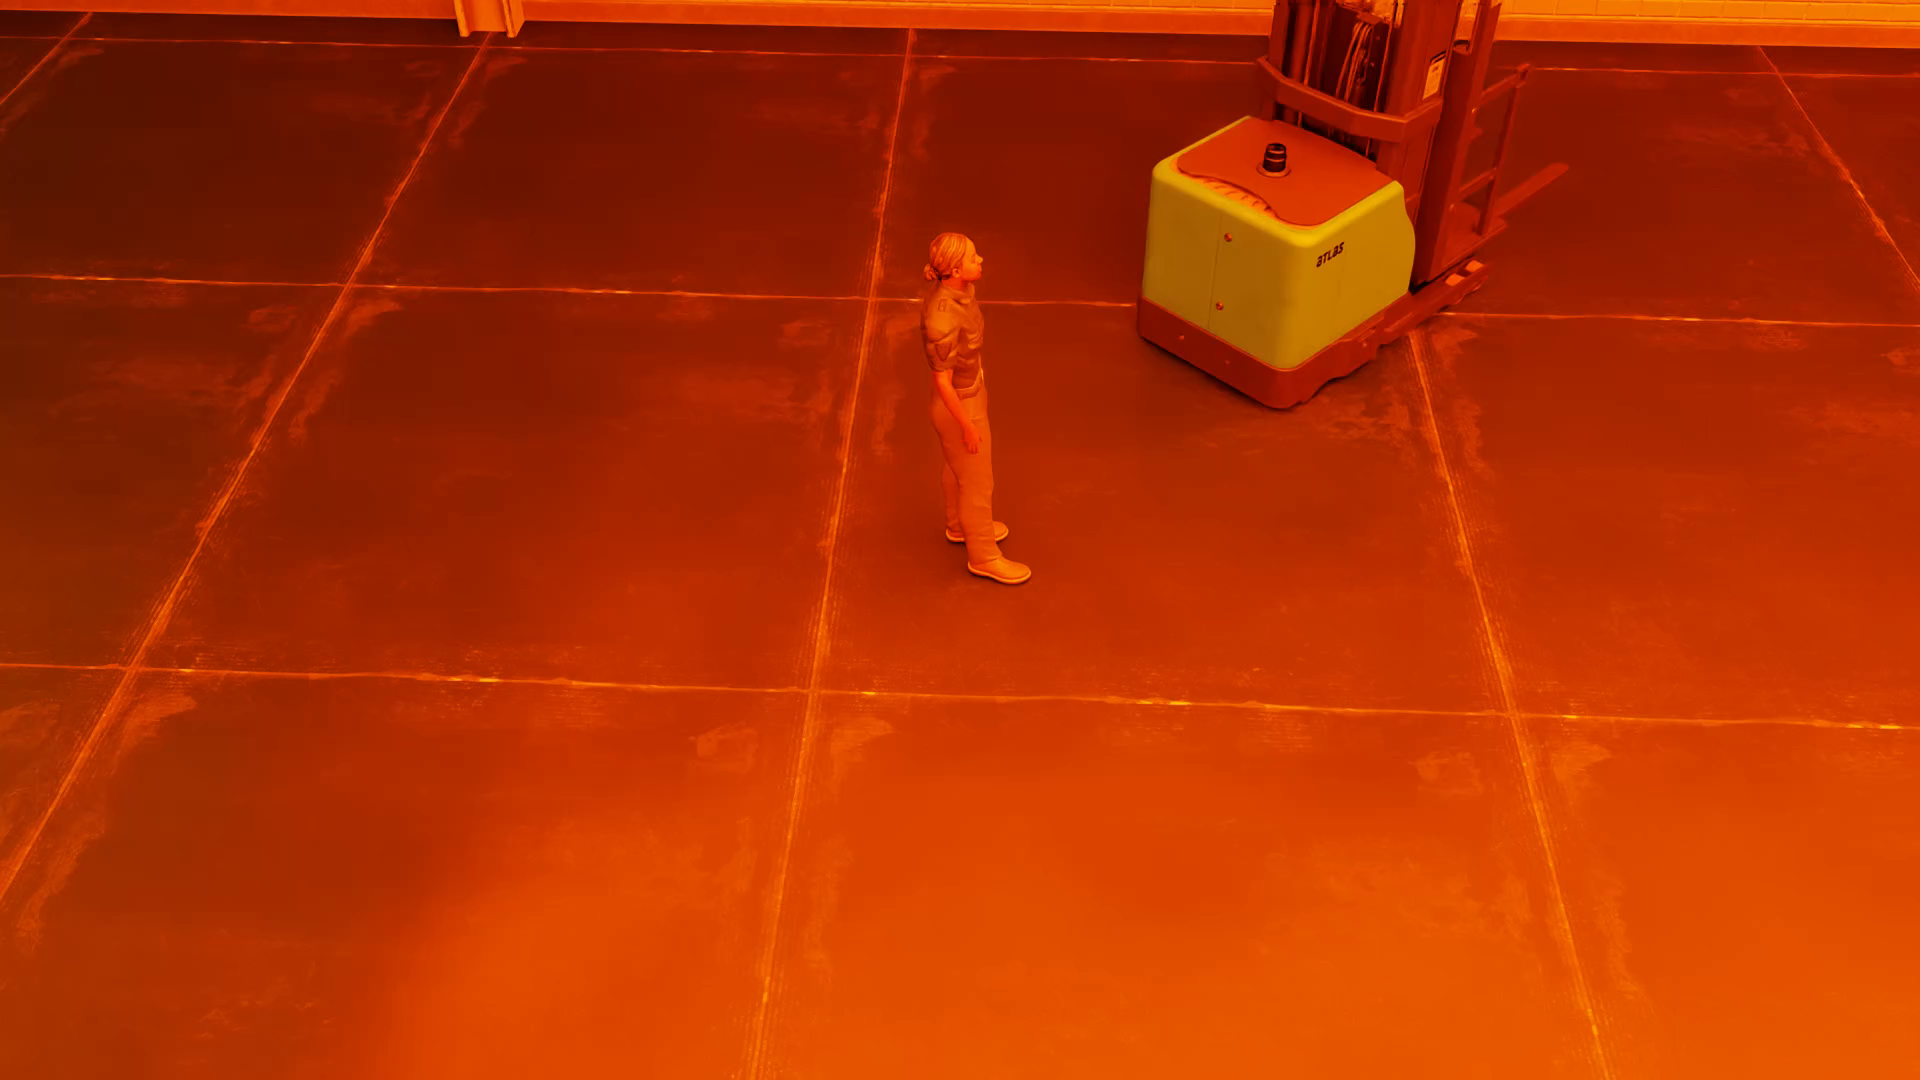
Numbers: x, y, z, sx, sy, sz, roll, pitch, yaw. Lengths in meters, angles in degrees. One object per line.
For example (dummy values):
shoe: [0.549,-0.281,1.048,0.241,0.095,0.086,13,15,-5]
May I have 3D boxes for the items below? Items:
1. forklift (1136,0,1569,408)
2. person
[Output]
forklift: [2.369,-2.638,8.632,3.031,2.935,1.130,-33,52,-31]
person: [0.086,-0.596,7.340,0.504,1.643,0.569,2,42,2]
